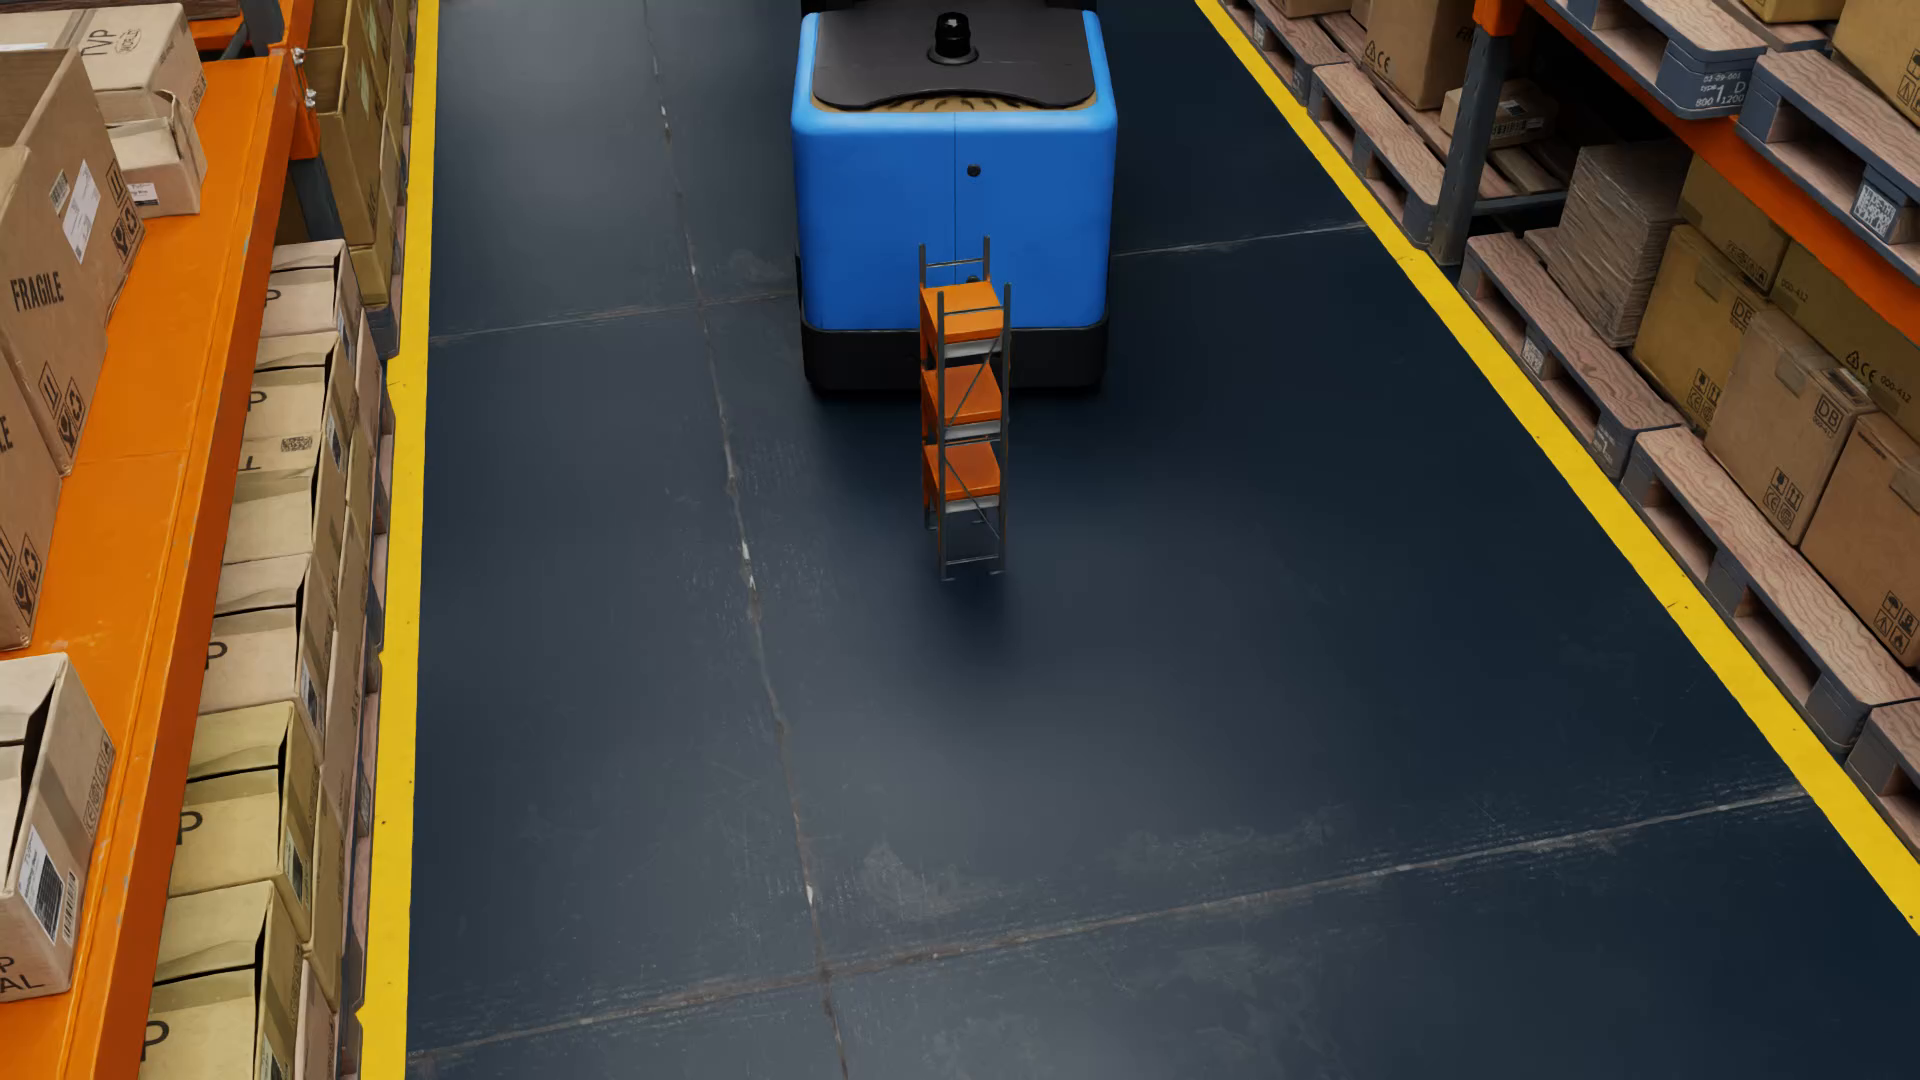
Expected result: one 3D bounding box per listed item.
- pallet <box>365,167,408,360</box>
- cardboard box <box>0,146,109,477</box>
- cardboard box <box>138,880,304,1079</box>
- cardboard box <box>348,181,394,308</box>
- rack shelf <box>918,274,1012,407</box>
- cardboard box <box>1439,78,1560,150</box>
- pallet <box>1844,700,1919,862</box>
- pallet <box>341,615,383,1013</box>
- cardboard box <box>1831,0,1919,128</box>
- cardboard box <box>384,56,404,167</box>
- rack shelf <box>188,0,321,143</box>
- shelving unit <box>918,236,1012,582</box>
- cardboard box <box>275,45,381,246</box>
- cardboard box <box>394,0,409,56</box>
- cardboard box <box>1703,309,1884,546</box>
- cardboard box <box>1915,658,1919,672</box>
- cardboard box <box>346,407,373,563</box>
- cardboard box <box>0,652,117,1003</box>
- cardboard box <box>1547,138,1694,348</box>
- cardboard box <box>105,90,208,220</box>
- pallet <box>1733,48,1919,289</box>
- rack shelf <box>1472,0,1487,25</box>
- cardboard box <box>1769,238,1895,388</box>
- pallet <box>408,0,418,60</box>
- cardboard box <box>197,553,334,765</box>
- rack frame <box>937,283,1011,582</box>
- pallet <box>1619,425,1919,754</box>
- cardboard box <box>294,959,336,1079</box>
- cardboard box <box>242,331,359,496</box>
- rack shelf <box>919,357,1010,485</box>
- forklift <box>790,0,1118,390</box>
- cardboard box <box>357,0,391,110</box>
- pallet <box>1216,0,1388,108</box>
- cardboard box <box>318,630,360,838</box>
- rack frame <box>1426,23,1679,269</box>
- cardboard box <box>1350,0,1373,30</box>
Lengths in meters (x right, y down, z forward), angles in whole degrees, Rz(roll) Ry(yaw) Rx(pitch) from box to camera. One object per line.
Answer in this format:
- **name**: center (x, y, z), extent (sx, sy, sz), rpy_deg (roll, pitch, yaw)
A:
- **pallet**: center (-2.635, -1.050, 6.274), extent (1.003, 0.211, 1.213), rpy_deg (-8, 42, -9)
- **cardboard box**: center (-2.133, -0.443, 3.414), extent (0.500, 0.500, 0.500), rpy_deg (-8, 42, -9)
- **cardboard box**: center (-1.589, 0.962, 3.239), extent (0.500, 0.311, 0.500), rpy_deg (-9, 42, -10)
- **cardboard box**: center (-2.309, -1.044, 5.922), extent (0.500, 0.250, 0.500), rpy_deg (-8, 42, -9)
- **rack shelf**: center (0.012, -0.562, 4.681), extent (0.215, 0.259, 0.240), rpy_deg (-8, 42, -9)
- **cardboard box**: center (2.187, -1.731, 6.744), extent (0.380, 0.166, 0.250), rpy_deg (-14, 43, -15)
- **pallet**: center (3.028, 0.845, 4.139), extent (1.003, 0.211, 1.213), rpy_deg (-8, 42, -9)
- **pallet**: center (-2.041, 0.736, 4.262), extent (1.003, 0.211, 1.213), rpy_deg (-8, 42, -9)
- **cardboard box**: center (2.694, -1.365, 4.122), extent (0.700, 0.500, 0.500), rpy_deg (-3, 42, -3)
- **cardboard box**: center (-2.514, -1.694, 6.654), extent (0.500, 0.250, 0.500), rpy_deg (-8, 42, -9)
- **rack shelf**: center (-2.936, -2.599, 6.460), extent (1.077, 0.370, 4.000), rpy_deg (-8, 42, -9)
- **shelving unit**: center (0.012, -0.358, 4.862), extent (0.215, 1.050, 0.252), rpy_deg (-8, 42, -9)
- **cardboard box**: center (-2.299, -1.326, 5.675), extent (0.500, 0.500, 0.500), rpy_deg (-8, 42, -9)
- **cardboard box**: center (-2.734, -2.342, 7.383), extent (0.500, 0.250, 0.500), rpy_deg (-8, 42, -9)
- **cardboard box**: center (2.738, -0.375, 4.964), extent (0.700, 0.500, 0.500), rpy_deg (-8, 42, -9)
- **cardboard box**: center (2.991, 0.269, 4.238), extent (0.700, 0.500, 0.500), rpy_deg (-8, 42, -9)
- **cardboard box**: center (-2.025, -0.145, 4.909), extent (0.500, 0.250, 0.500), rpy_deg (-9, 42, -10)
- **cardboard box**: center (-1.645, 0.447, 2.554), extent (0.500, 0.311, 0.500), rpy_deg (-9, 42, -10)
- **cardboard box**: center (2.507, -1.039, 5.712), extent (0.700, 0.500, 0.500), rpy_deg (-7, 42, -8)
- **cardboard box**: center (-2.136, -0.978, 4.193), extent (0.396, 0.266, 0.258), rpy_deg (-9, 42, -10)
- **pallet**: center (2.728, -0.897, 4.145), extent (1.003, 0.211, 1.213), rpy_deg (-8, 42, -9)
- **rack shelf**: center (1.900, -3.311, 7.263), extent (1.077, 0.370, 4.000), rpy_deg (-8, 42, -9)
- **cardboard box**: center (2.721, -0.698, 4.763), extent (0.500, 0.250, 0.500), rpy_deg (-9, 42, -11)
- **pallet**: center (-3.162, -2.632, 8.056), extent (1.003, 0.211, 1.213), rpy_deg (-8, 42, -9)
- **cardboard box**: center (-1.809, 0.298, 3.987), extent (0.500, 0.311, 0.500), rpy_deg (-9, 42, -10)
- **rack frame**: center (0.038, -0.279, 4.773), extent (0.200, 1.050, 0.008), rpy_deg (-8, 42, -9)
- **pallet**: center (2.768, 0.056, 5.028), extent (1.003, 0.211, 1.213), rpy_deg (-8, 42, -9)
- **cardboard box**: center (-1.577, 1.185, 3.410), extent (0.500, 0.250, 0.500), rpy_deg (-9, 42, -10)
- **cardboard box**: center (-2.019, -0.352, 4.720), extent (0.500, 0.311, 0.500), rpy_deg (-7, 42, -8)
- **rack shelf**: center (0.012, -0.350, 4.869), extent (0.215, 0.259, 0.240), rpy_deg (-8, 42, -9)
- **forklift**: center (-0.046, -2.570, 5.937), extent (1.130, 2.935, 3.031), rpy_deg (-1, 42, -1)
- **cardboard box**: center (-2.515, -1.974, 6.405), extent (0.500, 0.500, 0.500), rpy_deg (-8, 42, -9)
- **pallet**: center (1.885, -2.464, 7.866), extent (1.003, 0.211, 1.213), rpy_deg (-8, 42, -9)
- **cardboard box**: center (-1.805, 0.517, 4.163), extent (0.500, 0.250, 0.500), rpy_deg (-8, 42, -8)
- **rack frame**: center (2.332, -2.284, 5.563), extent (1.000, 3.000, 0.127), rpy_deg (-8, 42, -9)
- **cardboard box**: center (2.006, -2.422, 7.535), extent (0.380, 0.149, 0.250), rpy_deg (-12, 43, -13)
